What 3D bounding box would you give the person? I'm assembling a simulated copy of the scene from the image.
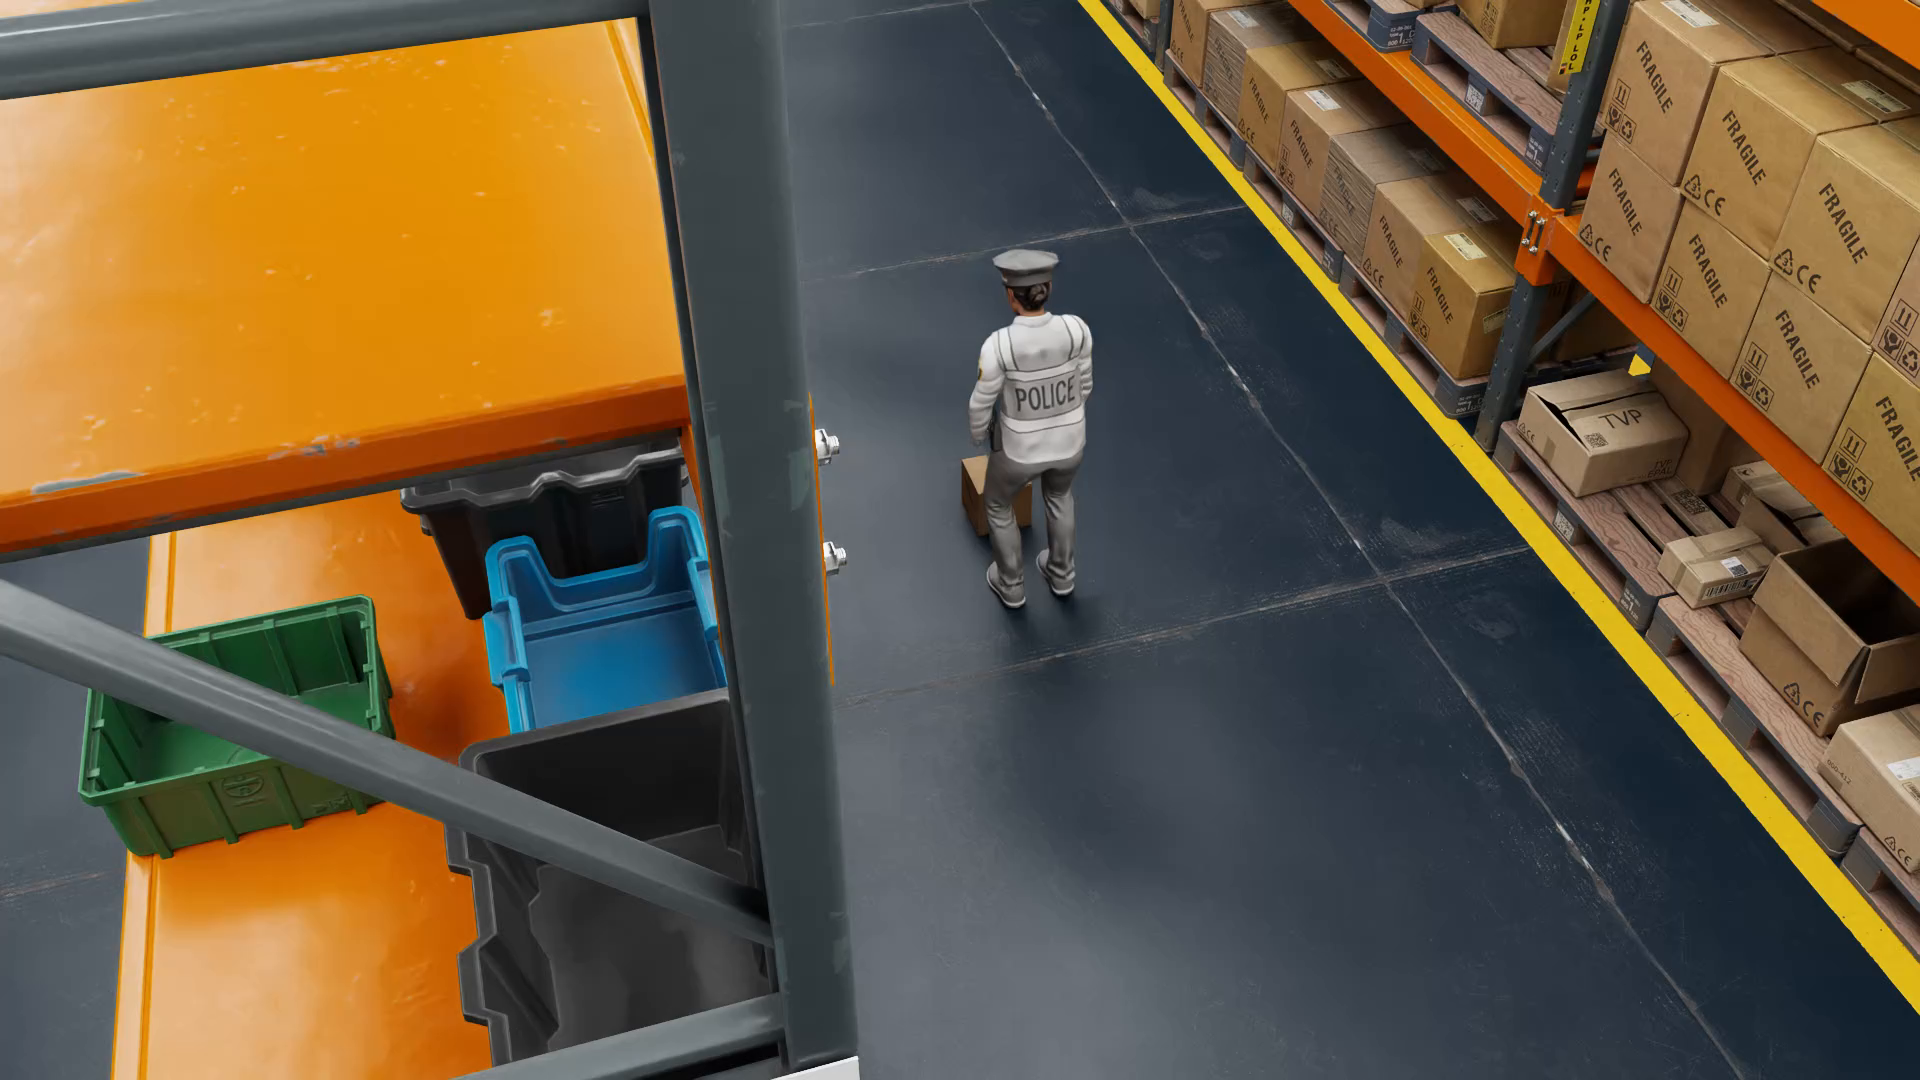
[{"bbox_3d":[0.273,-0.409,6.645,0.500,1.627,0.446,-11,44,-12],"label":"person"}]
